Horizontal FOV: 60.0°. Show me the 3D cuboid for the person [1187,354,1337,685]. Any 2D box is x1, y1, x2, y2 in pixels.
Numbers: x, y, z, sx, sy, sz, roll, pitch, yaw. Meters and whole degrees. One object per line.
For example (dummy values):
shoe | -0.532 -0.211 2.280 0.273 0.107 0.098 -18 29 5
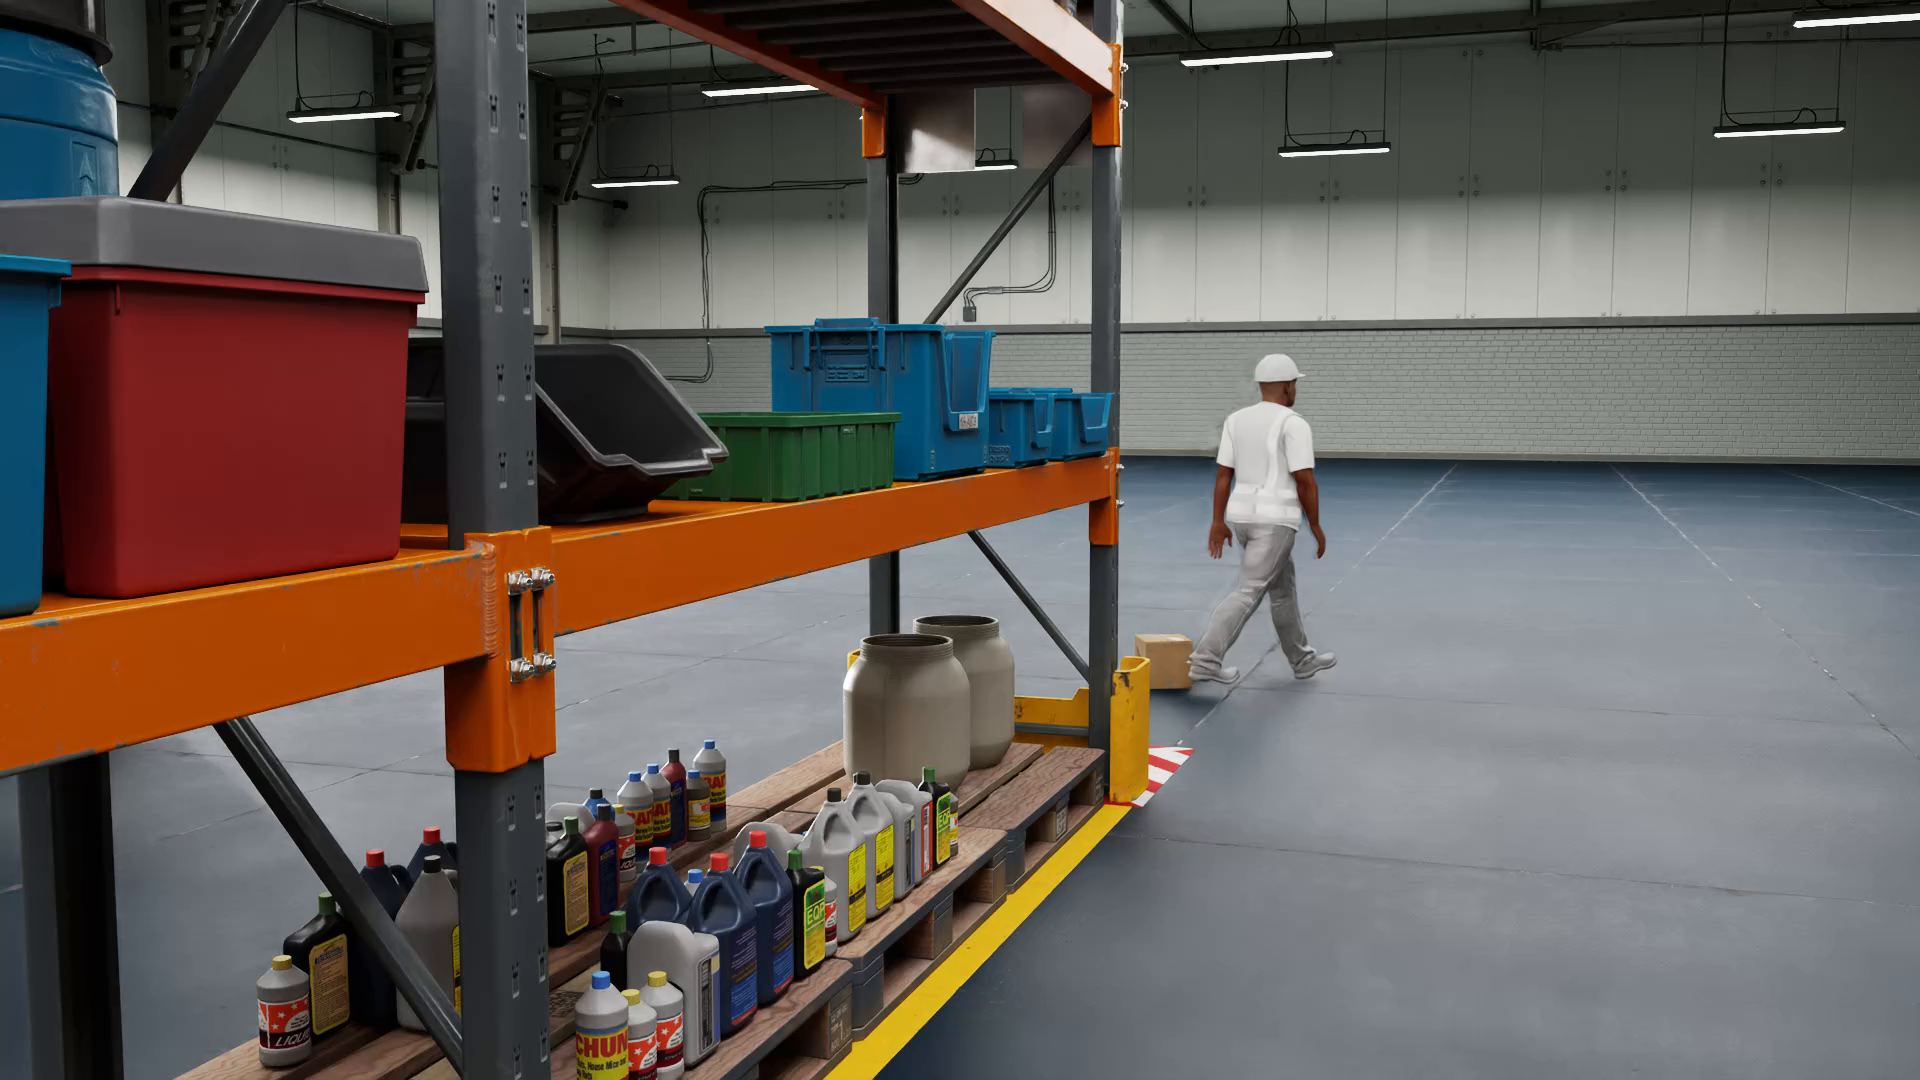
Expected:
person | 1.608 -0.097 8.568 1.082 1.716 0.570 -3 6 -28
